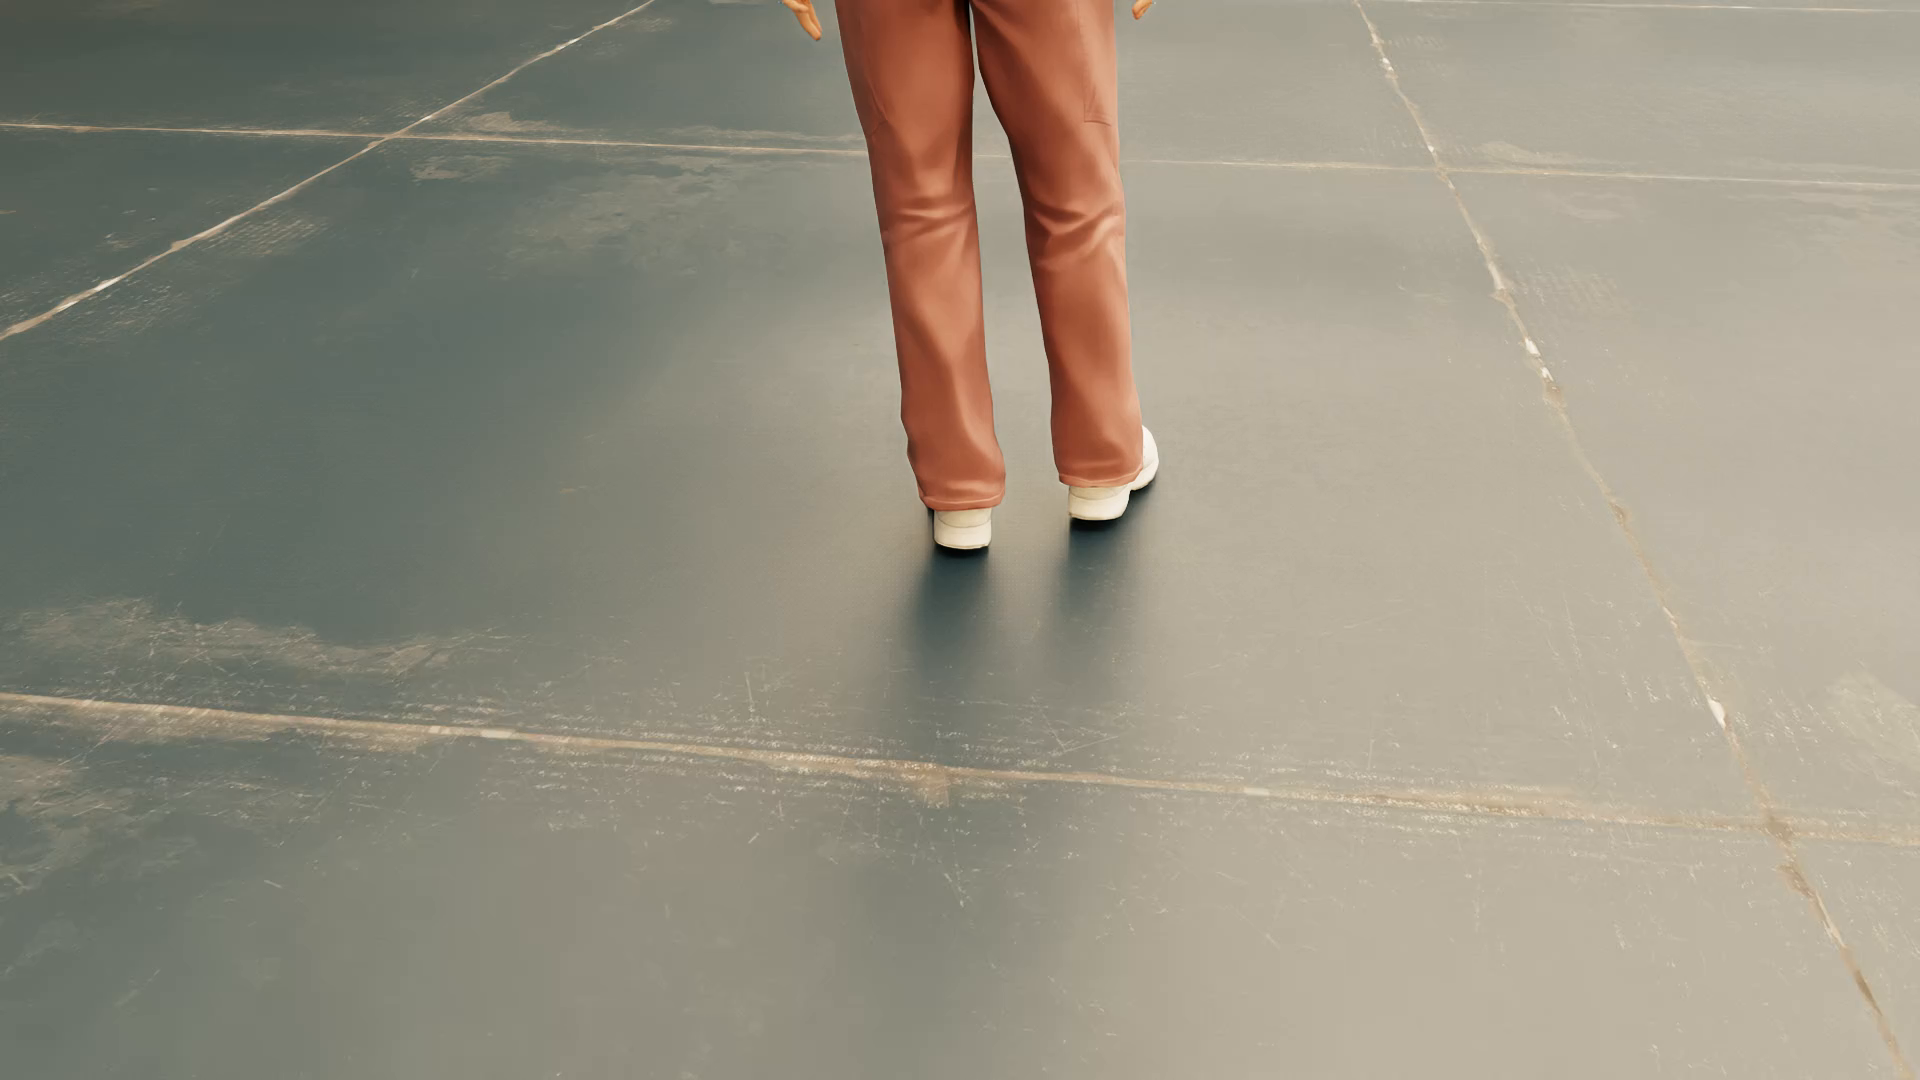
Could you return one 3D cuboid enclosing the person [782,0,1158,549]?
[{"bbox_3d":[0.021,-0.788,2.187,0.553,1.675,0.549,3,27,7],"label":"person"}]
